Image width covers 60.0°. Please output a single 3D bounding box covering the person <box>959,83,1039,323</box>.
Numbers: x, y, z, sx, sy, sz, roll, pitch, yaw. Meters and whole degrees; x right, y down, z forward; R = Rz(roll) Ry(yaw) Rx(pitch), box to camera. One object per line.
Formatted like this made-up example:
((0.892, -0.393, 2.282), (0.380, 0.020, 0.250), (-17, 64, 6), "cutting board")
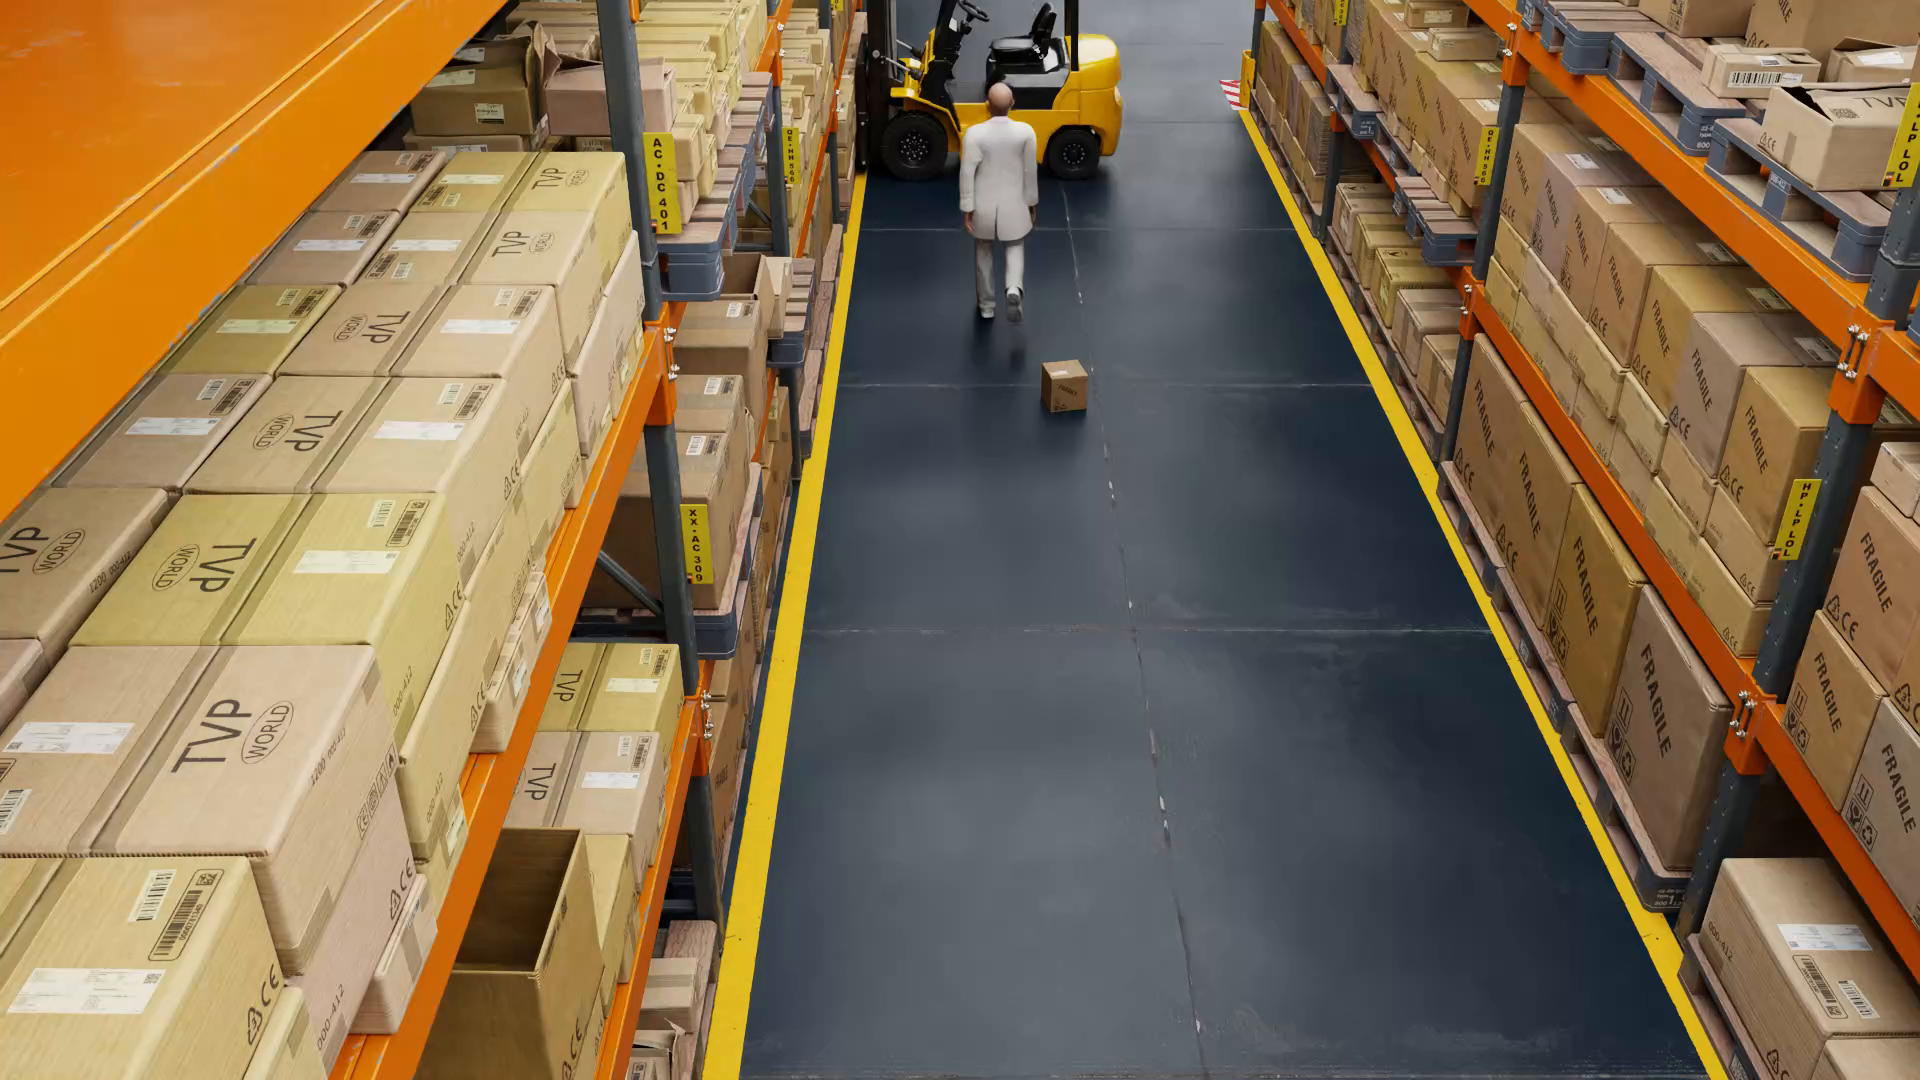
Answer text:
((0.279, -2.359, 11.907), (0.577, 1.678, 0.749), (-1, 31, -2), "person")
